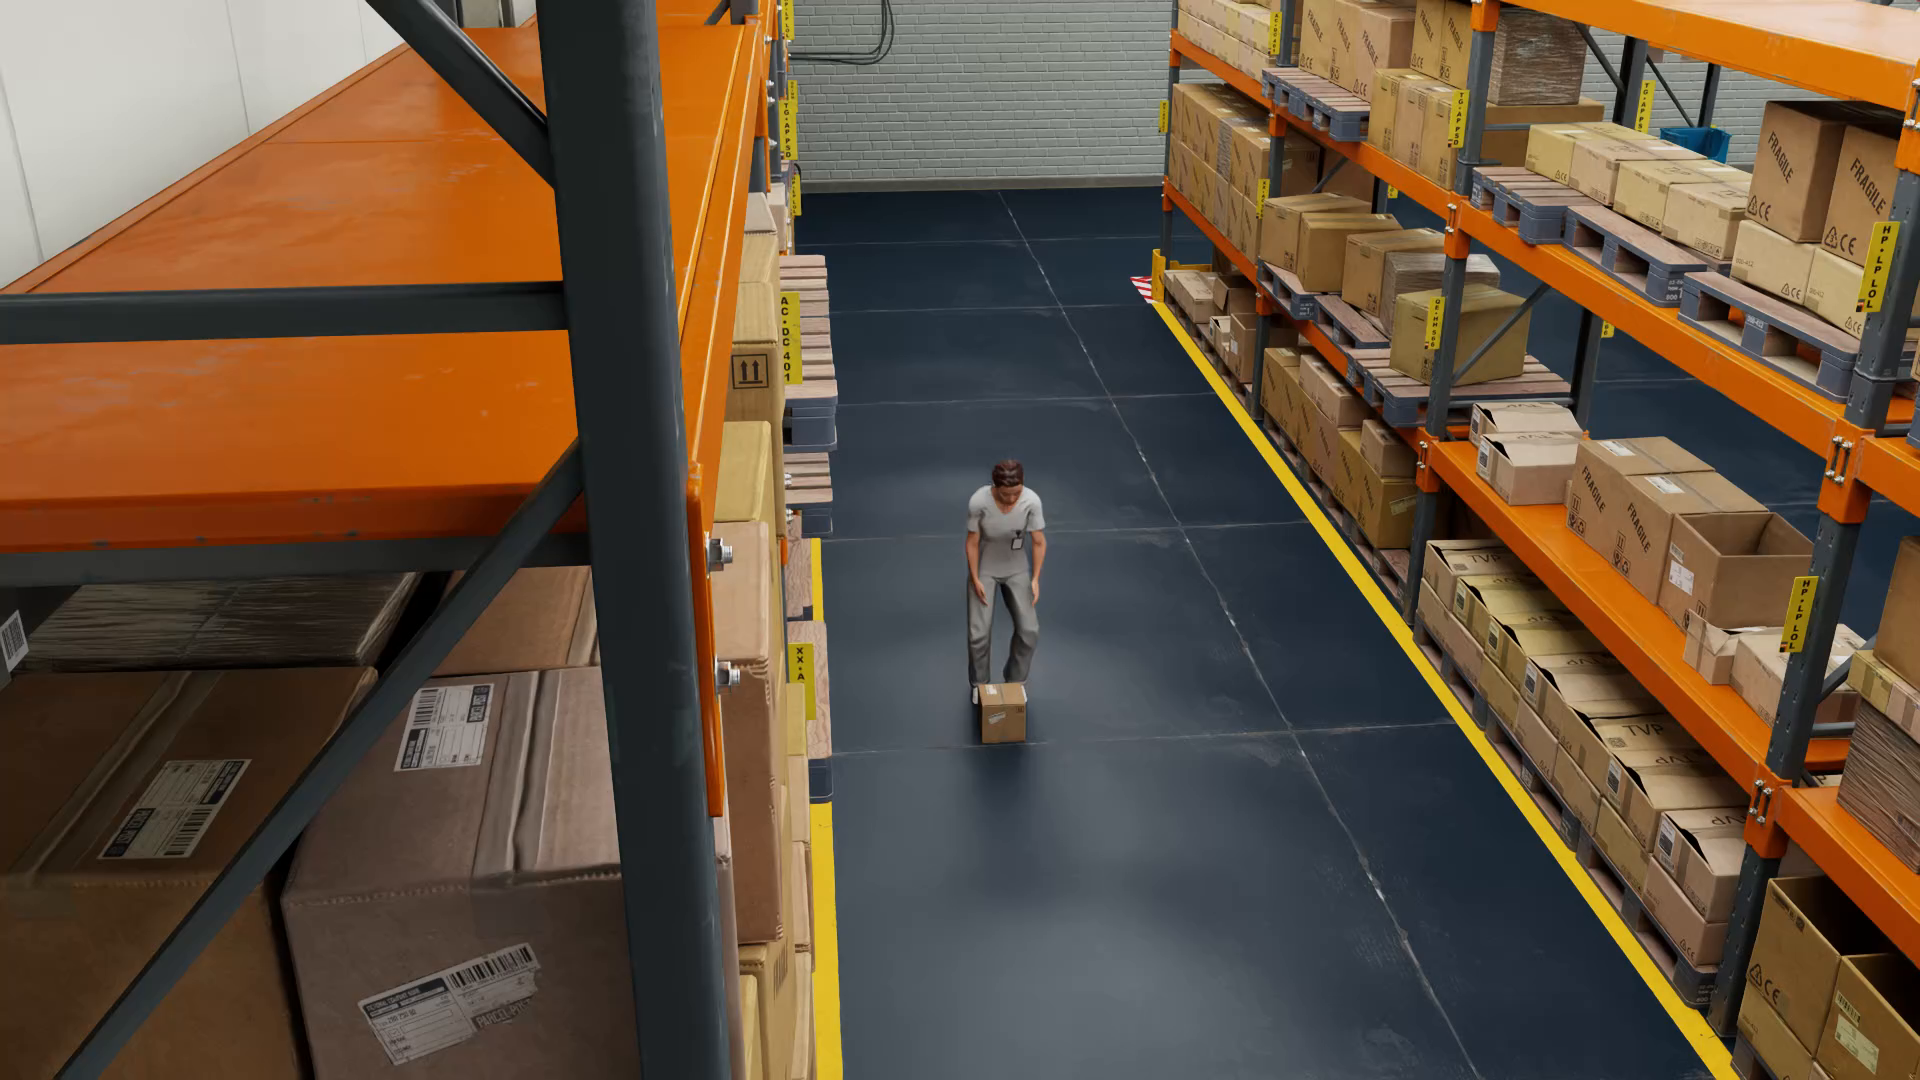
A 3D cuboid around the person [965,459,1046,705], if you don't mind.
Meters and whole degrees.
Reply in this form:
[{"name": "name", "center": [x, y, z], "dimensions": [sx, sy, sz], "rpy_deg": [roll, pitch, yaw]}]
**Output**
[{"name": "person", "center": [0.262, 0.219, 9.744], "dimensions": [0.475, 1.573, 0.467], "rpy_deg": [-2, 24, -4]}]
